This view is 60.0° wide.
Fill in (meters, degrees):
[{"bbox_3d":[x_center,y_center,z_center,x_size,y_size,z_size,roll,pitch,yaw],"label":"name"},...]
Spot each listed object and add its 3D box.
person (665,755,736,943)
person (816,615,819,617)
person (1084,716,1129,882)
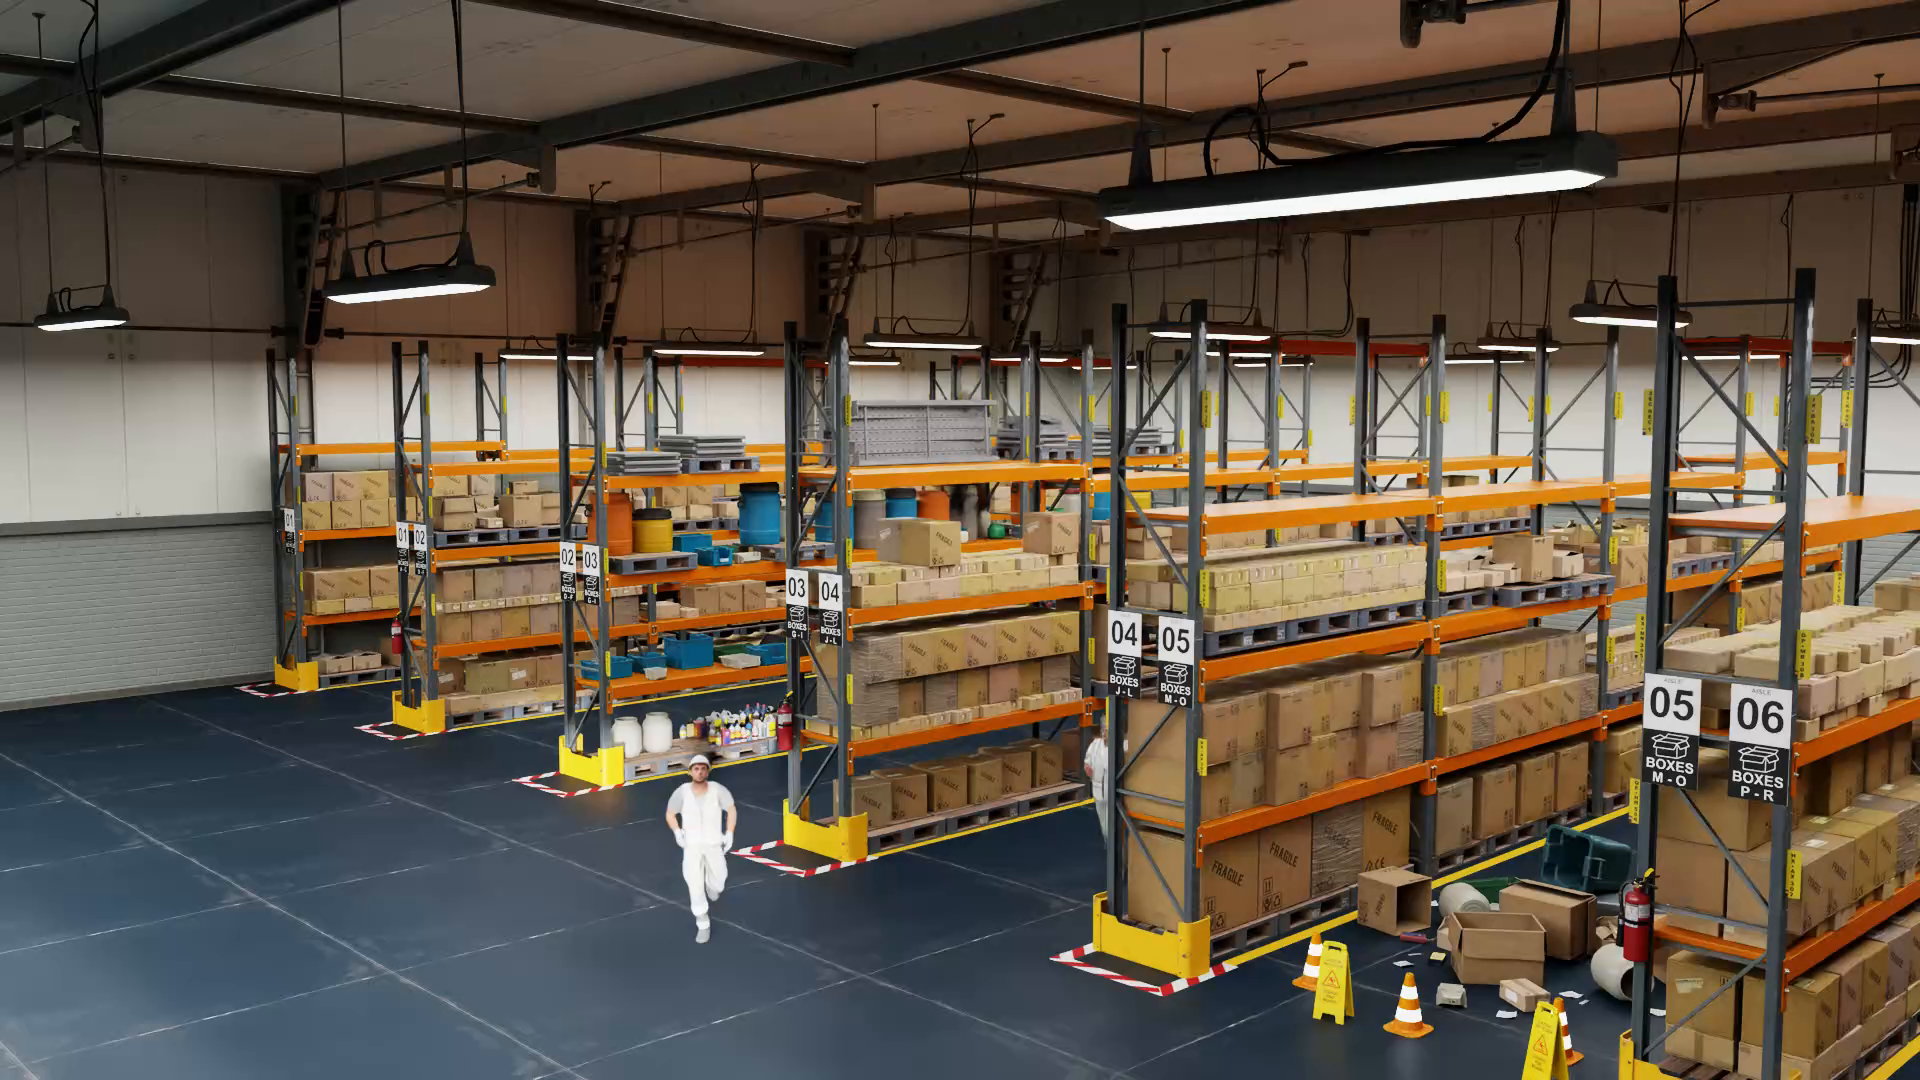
[{"bbox_3d":[-2.494,2.929,16.059,0.673,1.739,0.763,-1,5,-14],"label":"person"},{"bbox_3d":[-2.749,1.375,33.374,0.673,1.790,1.040,4,6,40],"label":"person"},{"bbox_3d":[1.630,2.760,17.810,0.641,1.815,0.790,4,6,37],"label":"person"}]
